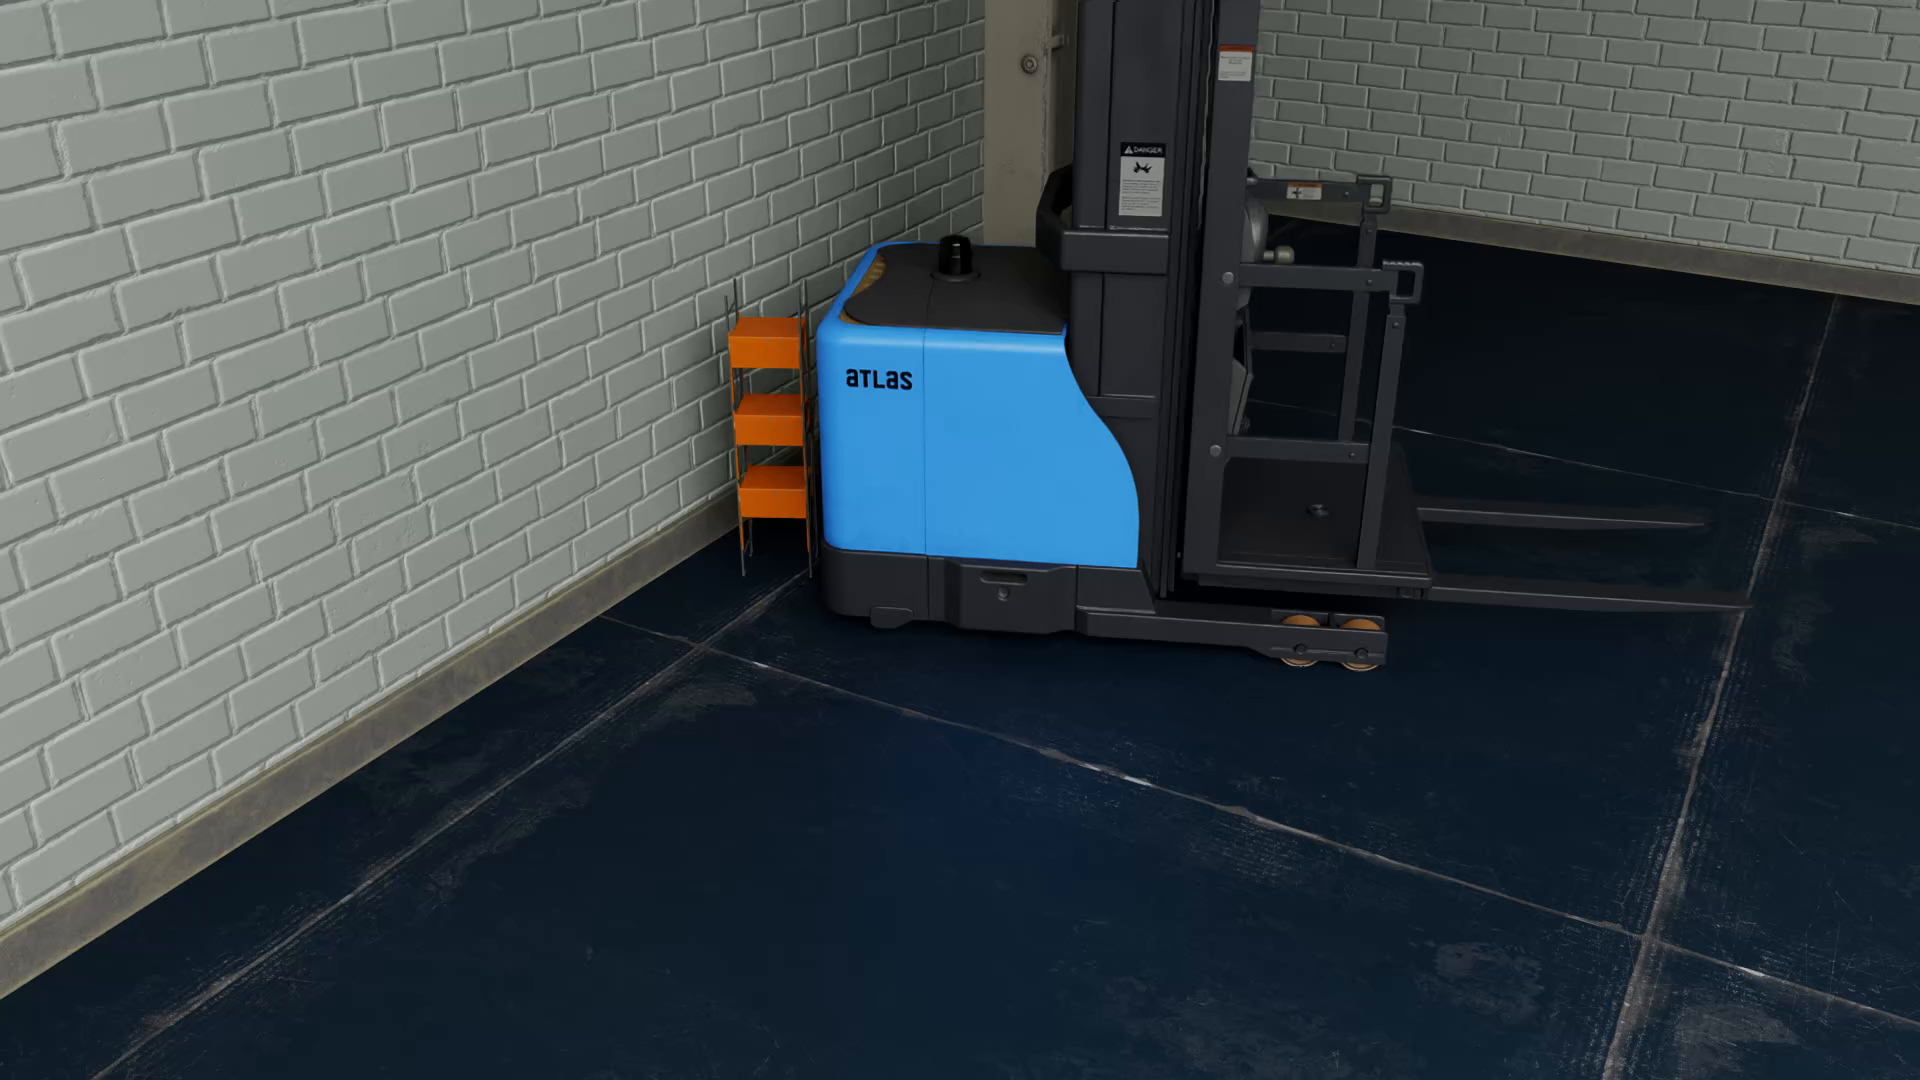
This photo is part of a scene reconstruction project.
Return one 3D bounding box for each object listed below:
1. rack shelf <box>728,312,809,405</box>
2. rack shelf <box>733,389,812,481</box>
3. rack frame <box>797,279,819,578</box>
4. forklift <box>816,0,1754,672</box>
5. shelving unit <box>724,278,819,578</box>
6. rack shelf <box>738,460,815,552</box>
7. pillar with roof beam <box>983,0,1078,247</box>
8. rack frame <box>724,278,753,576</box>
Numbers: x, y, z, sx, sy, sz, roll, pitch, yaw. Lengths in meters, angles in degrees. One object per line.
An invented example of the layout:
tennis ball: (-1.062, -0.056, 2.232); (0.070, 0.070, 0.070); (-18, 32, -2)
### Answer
rack shelf: (-0.653, -0.625, 5.716); (0.240, 0.259, 0.215); (1, 27, 2)
rack shelf: (-0.653, -0.372, 5.843); (0.240, 0.259, 0.215); (1, 27, 2)
rack frame: (-0.531, -0.379, 5.833); (0.008, 1.050, 0.200); (1, 27, 2)
forklift: (1.090, -1.138, 5.250); (3.031, 2.935, 1.130); (4, 27, 7)
shelving unit: (-0.653, -0.381, 5.838); (0.252, 1.050, 0.215); (1, 27, 2)
rack shelf: (-0.653, -0.123, 5.968); (0.240, 0.259, 0.215); (1, 27, 2)
pillar with roof beam: (4.081, -3.961, 4.110); (9.100, 9.000, 0.400); (14, 30, 26)
rack frame: (-0.775, -0.384, 5.844); (0.008, 1.050, 0.200); (1, 27, 2)
